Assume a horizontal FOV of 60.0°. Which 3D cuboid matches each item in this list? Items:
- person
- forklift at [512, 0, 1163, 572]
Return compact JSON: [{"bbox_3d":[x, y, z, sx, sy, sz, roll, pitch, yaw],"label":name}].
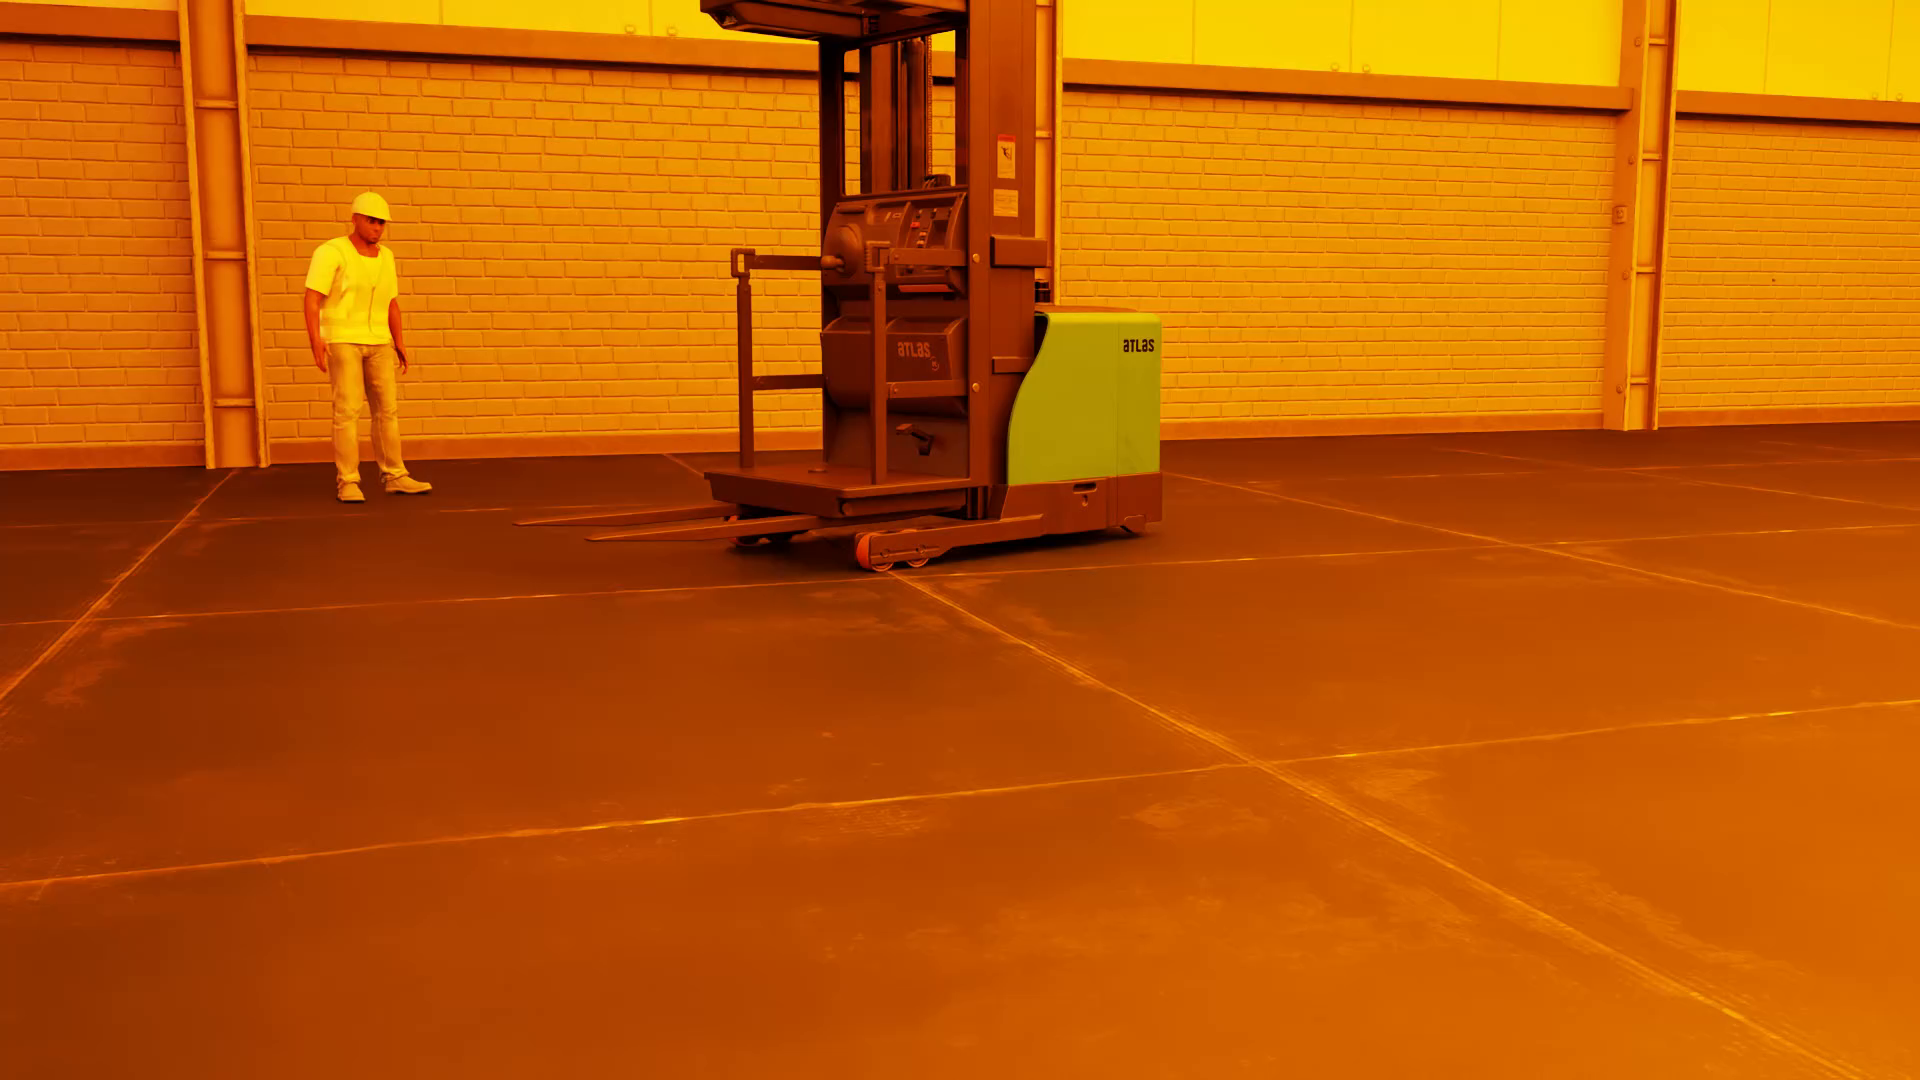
[{"bbox_3d":[-3.465,-1.128,9.674,0.470,1.766,0.677,5,9,32],"label":"person"},{"bbox_3d":[-0.461,-1.399,7.333,3.031,2.935,1.130,-7,10,-40],"label":"forklift"}]
